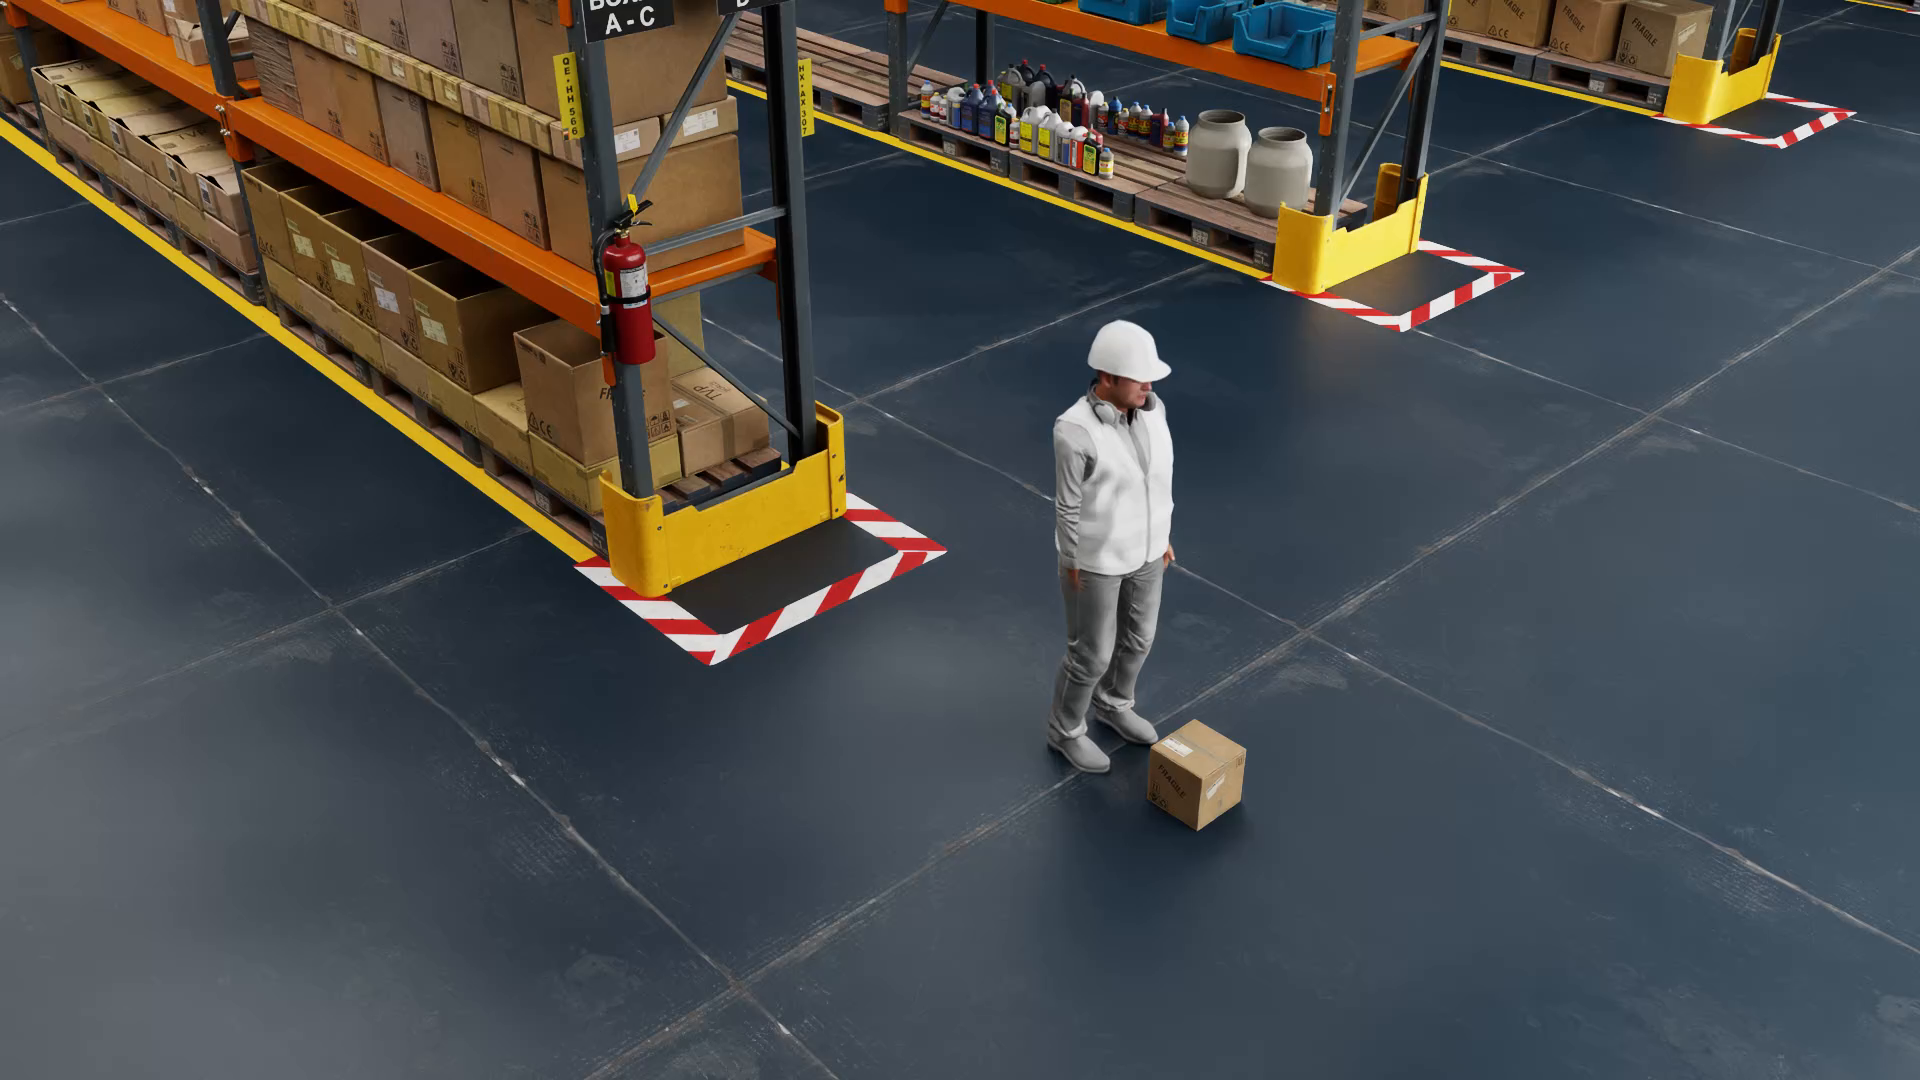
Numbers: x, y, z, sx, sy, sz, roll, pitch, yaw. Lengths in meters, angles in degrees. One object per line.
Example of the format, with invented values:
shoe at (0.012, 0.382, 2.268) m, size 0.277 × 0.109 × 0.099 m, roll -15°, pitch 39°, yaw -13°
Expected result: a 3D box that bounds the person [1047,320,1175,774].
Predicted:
person at (0.568, 0.030, 6.077) m, size 0.533 × 1.769 × 0.360 m, roll -25°, pitch 39°, yaw -34°
